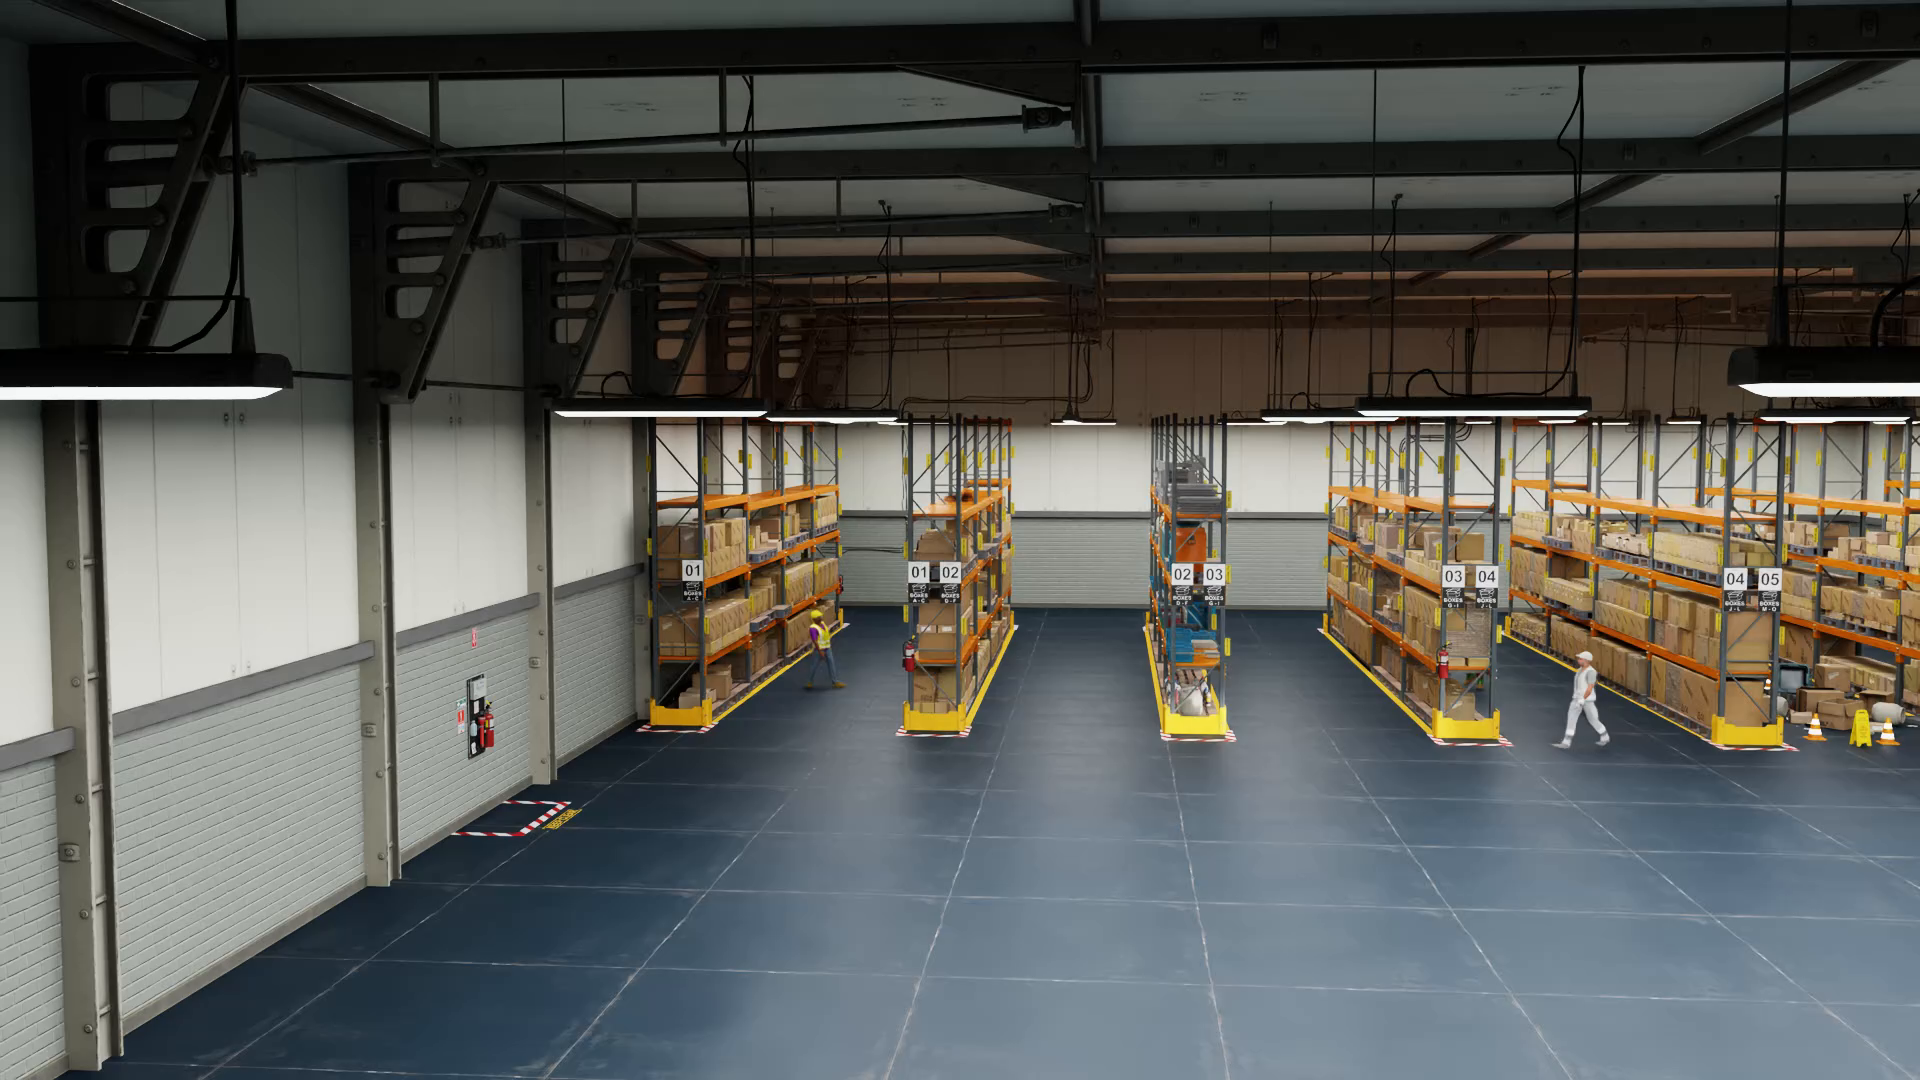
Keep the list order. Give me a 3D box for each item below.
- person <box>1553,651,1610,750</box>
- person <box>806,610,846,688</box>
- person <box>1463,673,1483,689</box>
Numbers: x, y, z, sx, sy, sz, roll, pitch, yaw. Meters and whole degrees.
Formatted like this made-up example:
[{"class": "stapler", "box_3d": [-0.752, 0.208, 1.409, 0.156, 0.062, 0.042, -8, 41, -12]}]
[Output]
[{"class": "person", "box_3d": [11.102, 2.855, 29.580, 1.056, 1.759, 0.507, -2, 4, -23]}, {"class": "person", "box_3d": [-2.995, 2.392, 36.535, 0.828, 1.716, 0.701, 3, 5, 42]}, {"class": "person", "box_3d": [11.294, 2.354, 36.598, 0.393, 1.787, 0.681, -2, 4, -24]}]
